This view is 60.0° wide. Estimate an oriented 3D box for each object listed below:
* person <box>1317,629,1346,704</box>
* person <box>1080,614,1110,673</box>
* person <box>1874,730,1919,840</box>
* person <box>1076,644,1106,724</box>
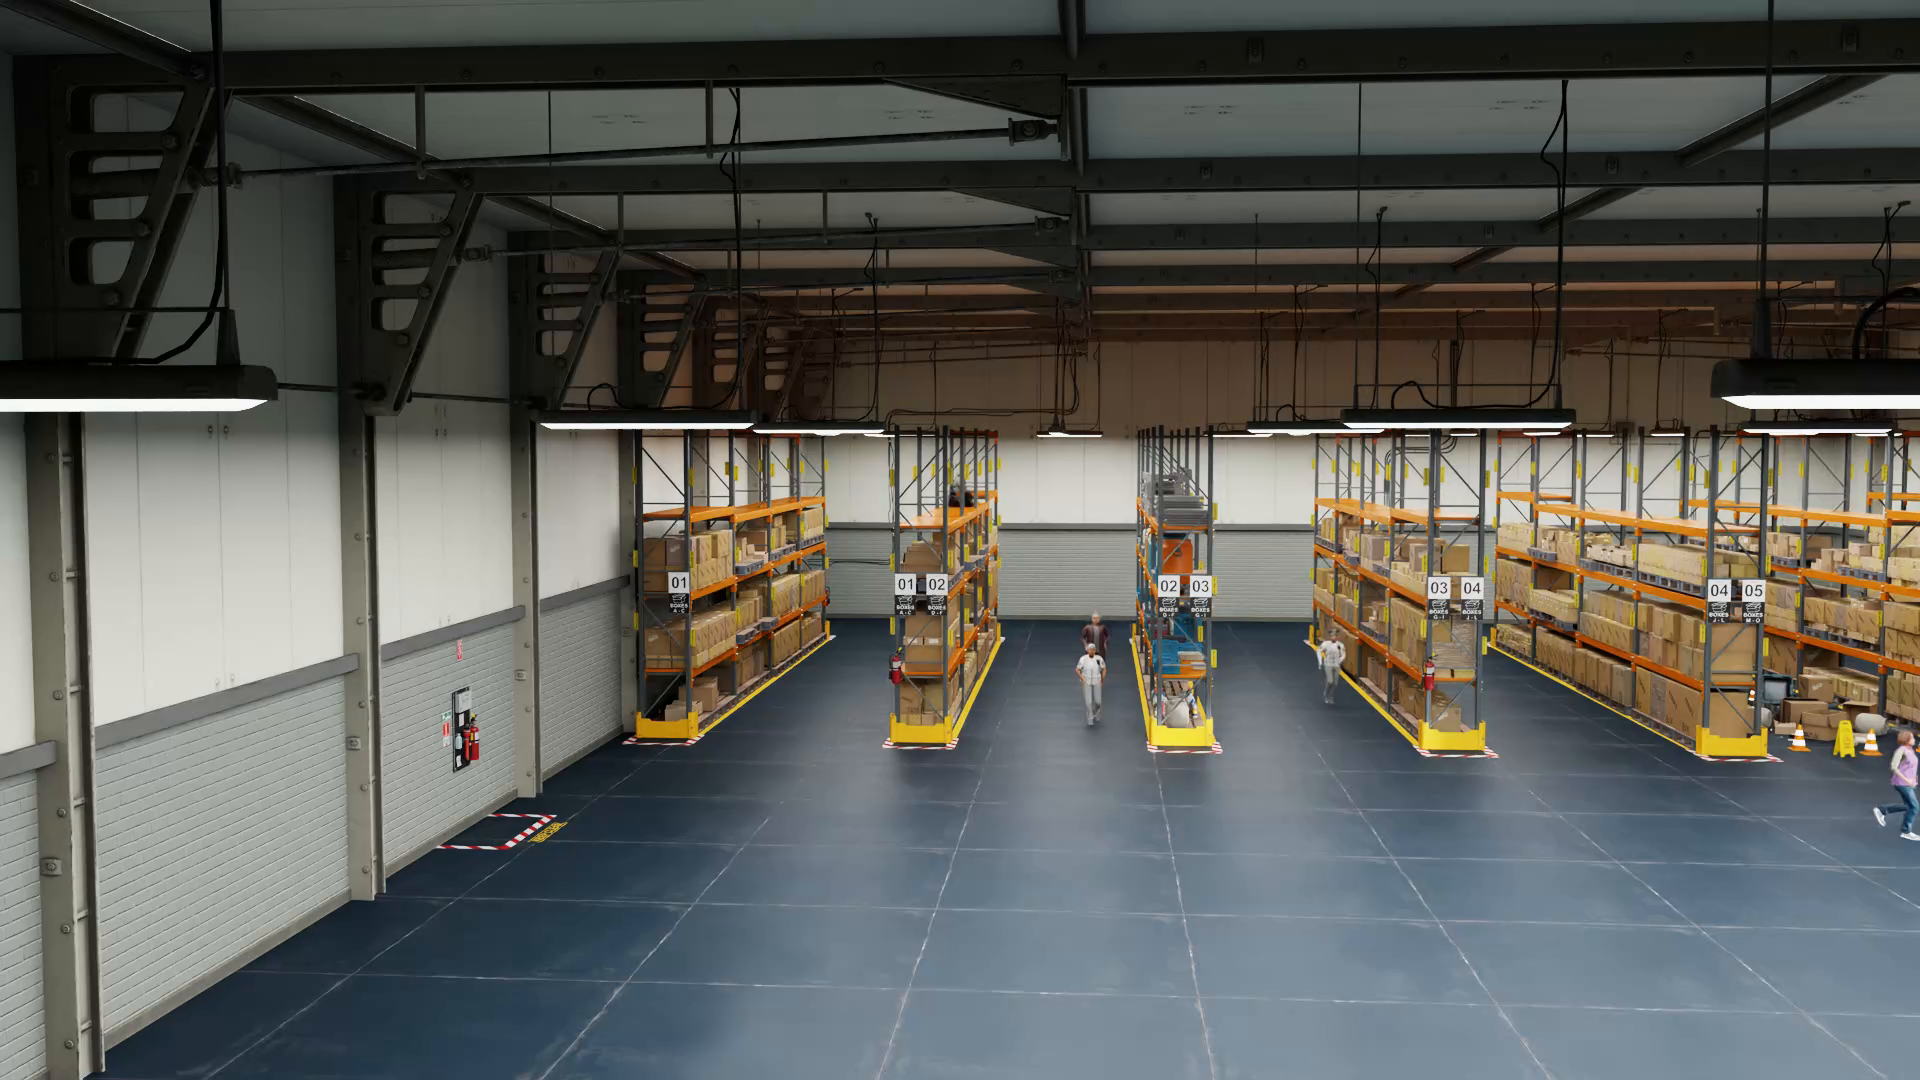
[{"bbox_3d":[8.025,2.727,35.828,0.583,1.647,0.700,0,3,-2],"label":"person"},{"bbox_3d":[3.118,2.563,38.244,0.711,1.743,0.756,0,3,-5],"label":"person"},{"bbox_3d":[13.521,3.510,23.963,0.642,1.564,0.562,3,5,41],"label":"person"},{"bbox_3d":[2.641,2.896,33.507,0.621,1.630,0.547,0,3,2],"label":"person"}]
